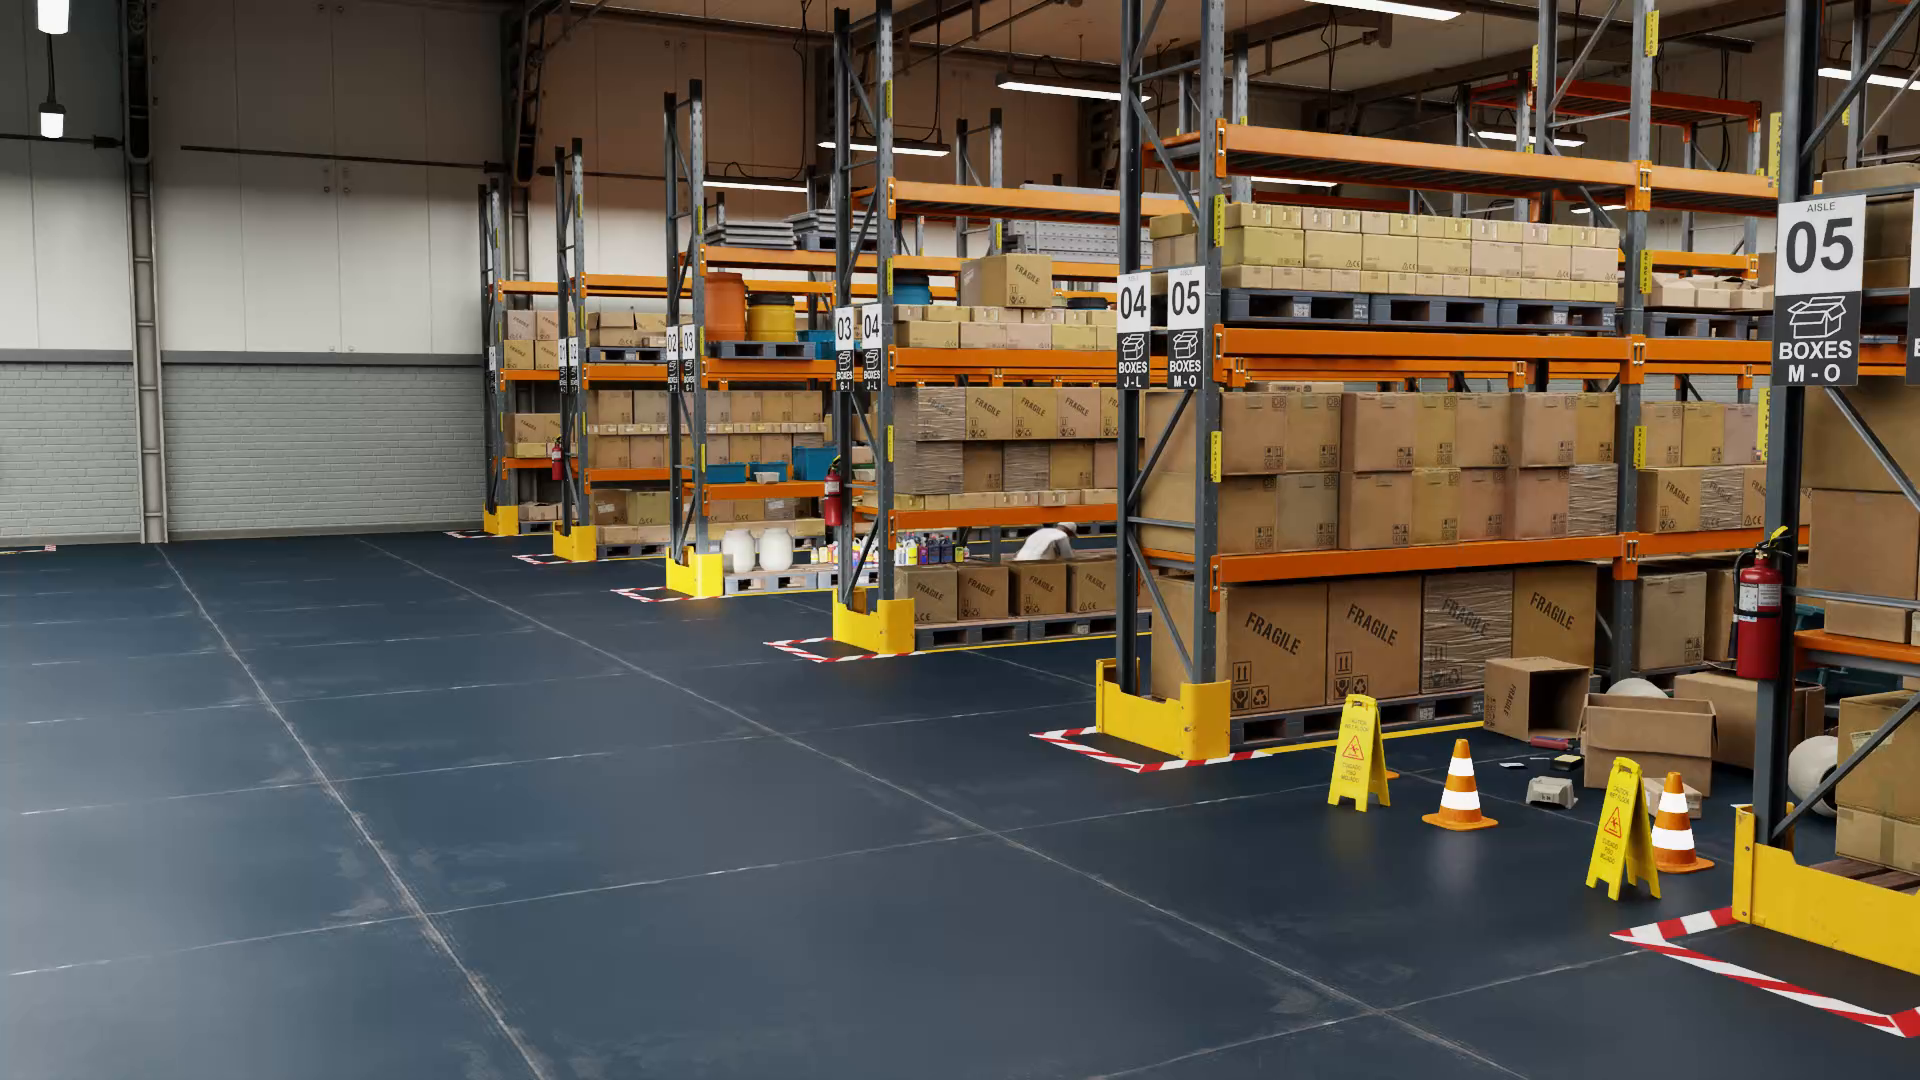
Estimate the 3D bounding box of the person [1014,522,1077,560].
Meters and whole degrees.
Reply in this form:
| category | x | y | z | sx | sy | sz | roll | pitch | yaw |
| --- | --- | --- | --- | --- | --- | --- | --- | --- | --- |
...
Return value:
| category | x | y | z | sx | sy | sz | roll | pitch | yaw |
| --- | --- | --- | --- | --- | --- | --- | --- | --- | --- |
| person | 0.974 | 0.271 | 18.527 | 0.907 | 1.004 | 0.534 | -3 | 6 | -30 |
